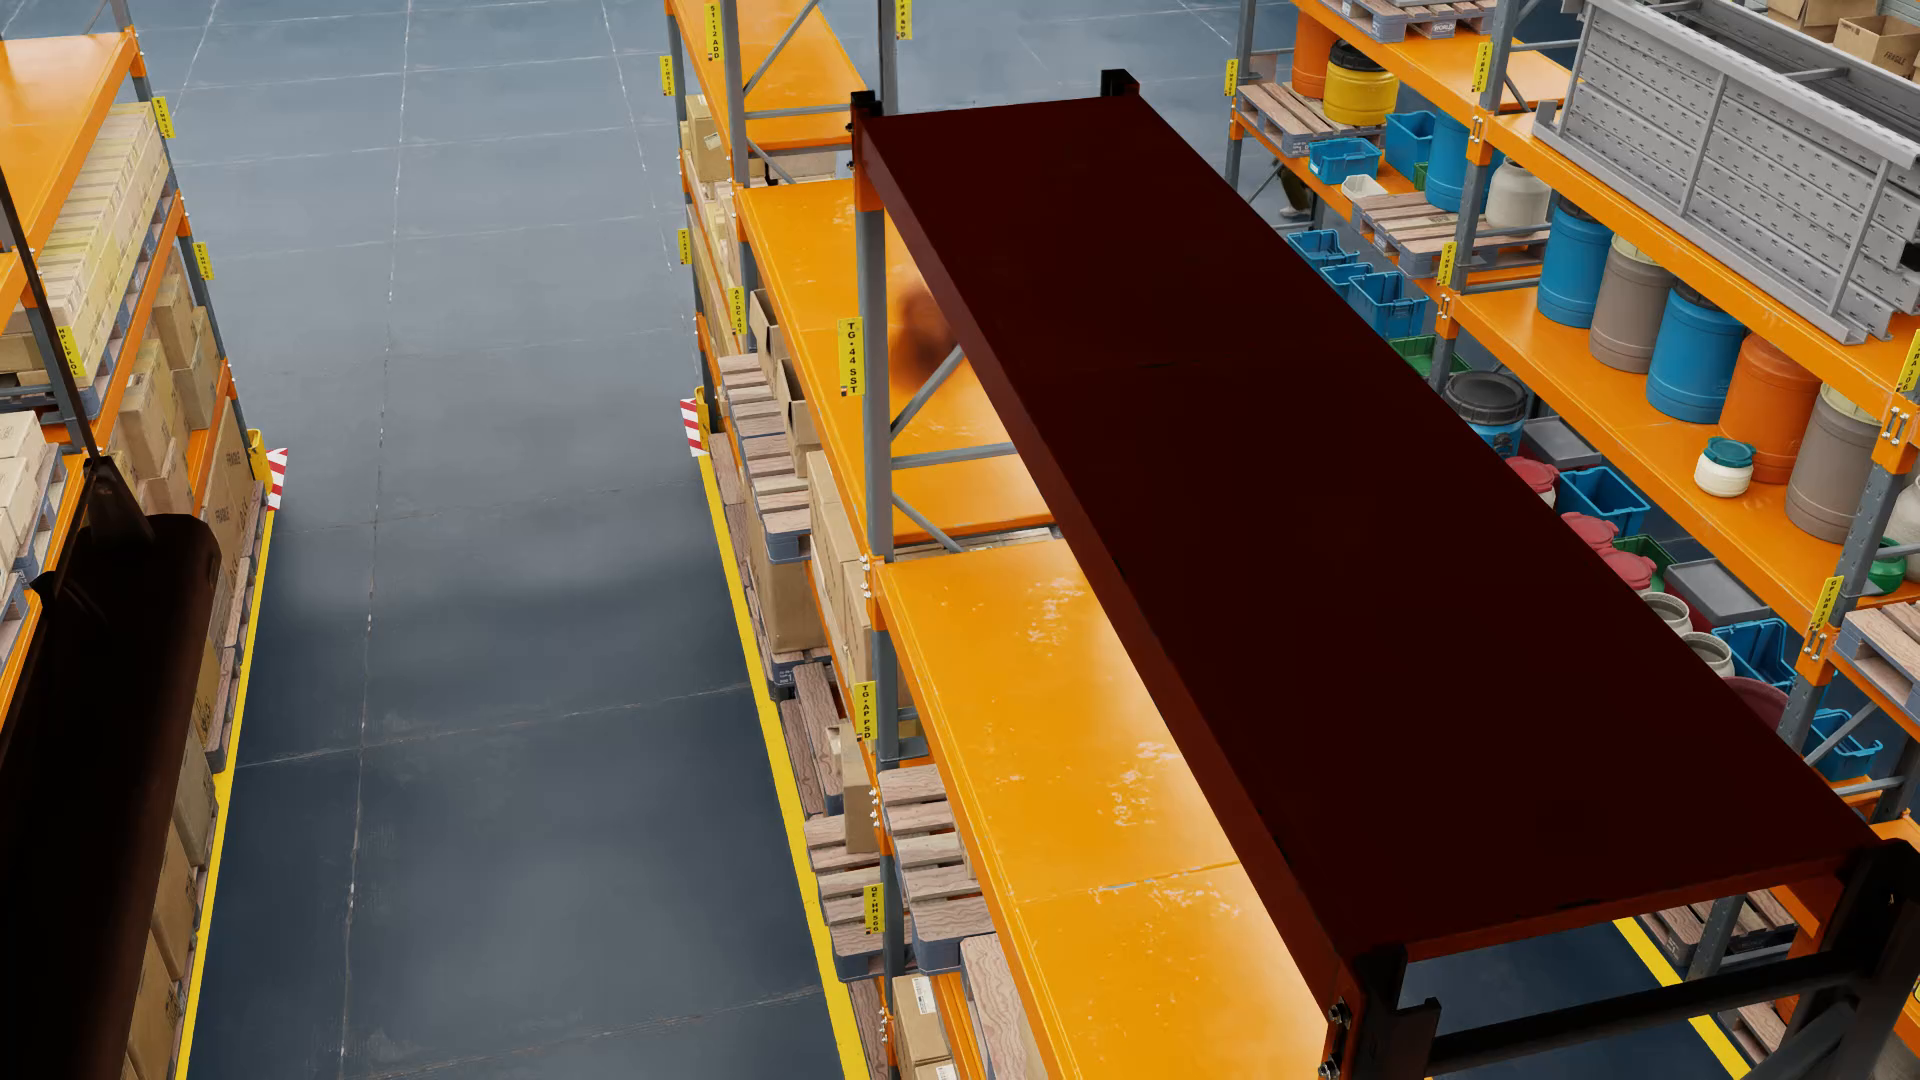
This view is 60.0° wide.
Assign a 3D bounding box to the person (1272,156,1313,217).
[{"bbox_3d":[3.908,-4.581,19.236,0.572,1.738,0.775,7,35,10],"label":"person"}]

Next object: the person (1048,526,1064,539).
[{"bbox_3d":[0.748,-0.330,13.157,0.554,1.650,0.641,-13,37,-19],"label":"person"}]
